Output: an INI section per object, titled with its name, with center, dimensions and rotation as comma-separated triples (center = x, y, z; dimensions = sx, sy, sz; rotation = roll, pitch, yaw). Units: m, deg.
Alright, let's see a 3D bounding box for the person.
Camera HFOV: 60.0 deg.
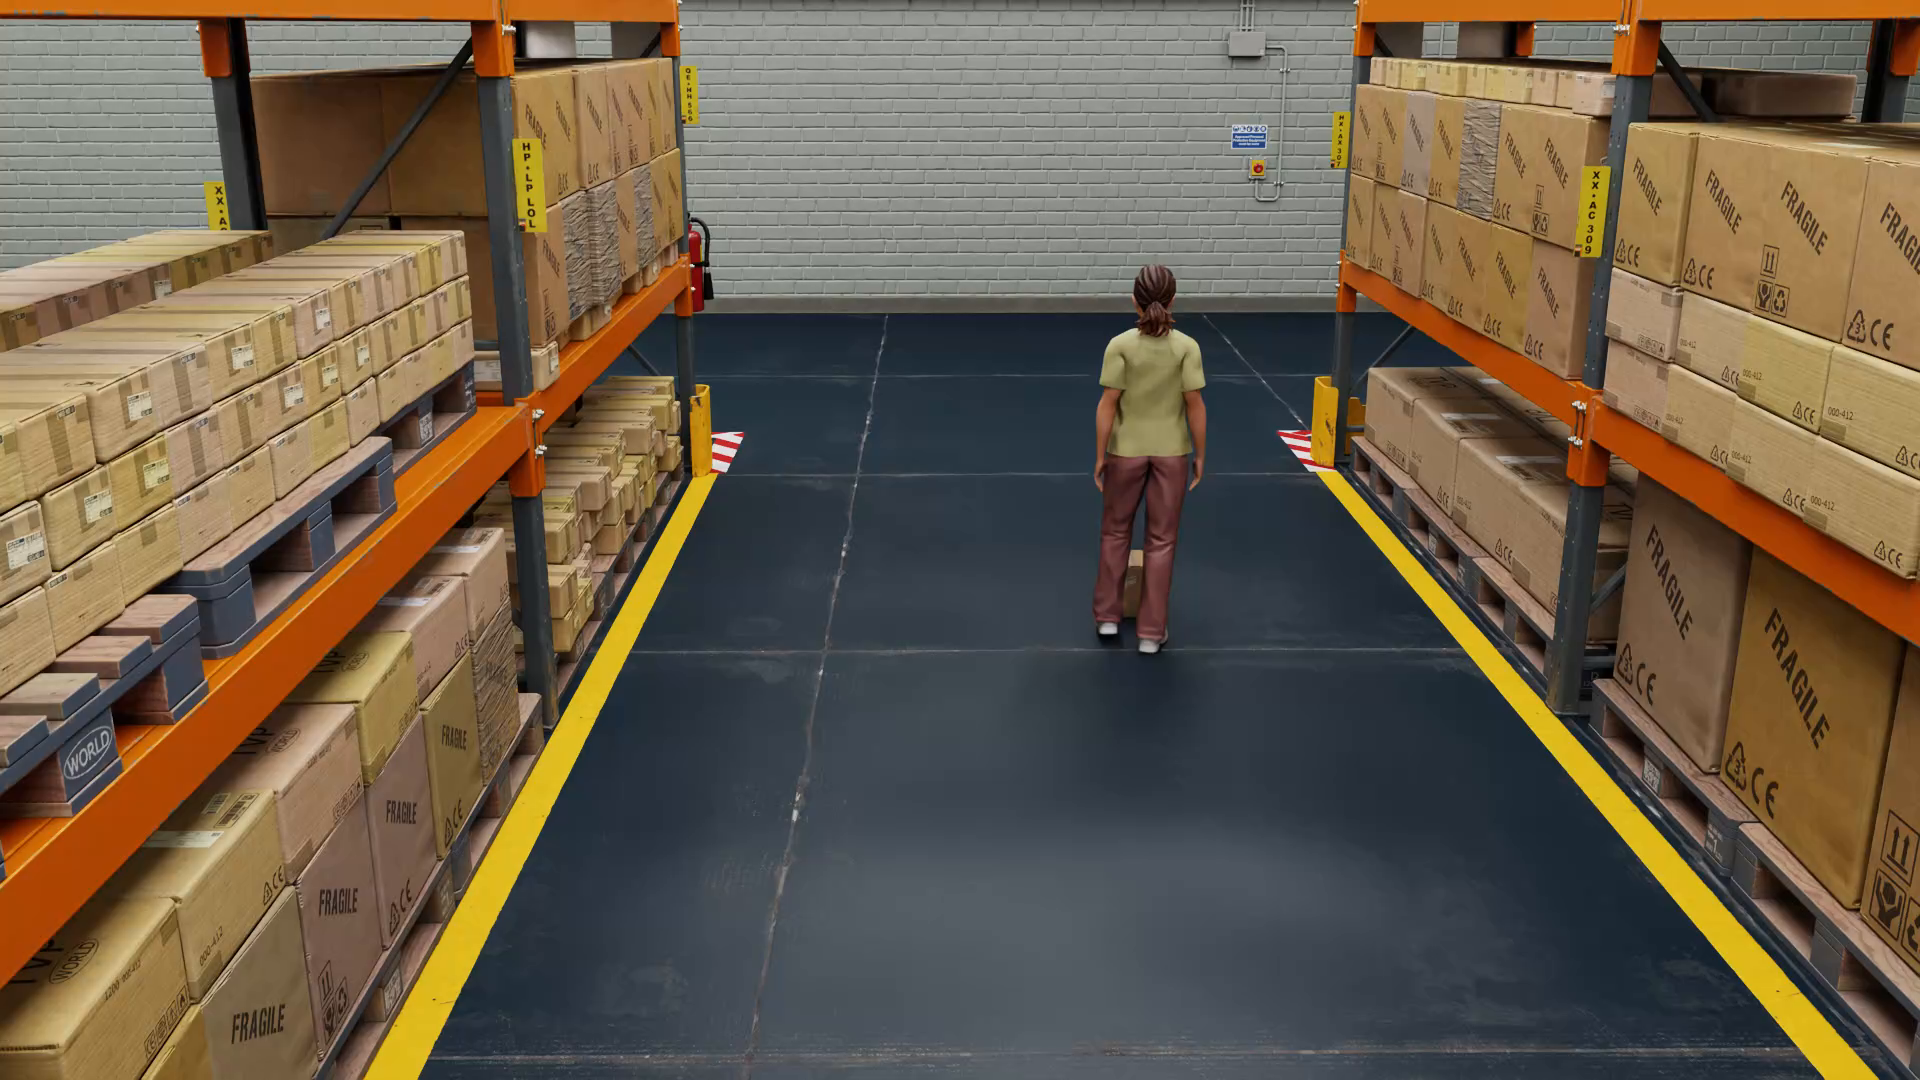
[person]
center = 0.819, -0.365, 7.216
dimensions = 0.470, 1.681, 0.529
rotation = 2, 17, 5
